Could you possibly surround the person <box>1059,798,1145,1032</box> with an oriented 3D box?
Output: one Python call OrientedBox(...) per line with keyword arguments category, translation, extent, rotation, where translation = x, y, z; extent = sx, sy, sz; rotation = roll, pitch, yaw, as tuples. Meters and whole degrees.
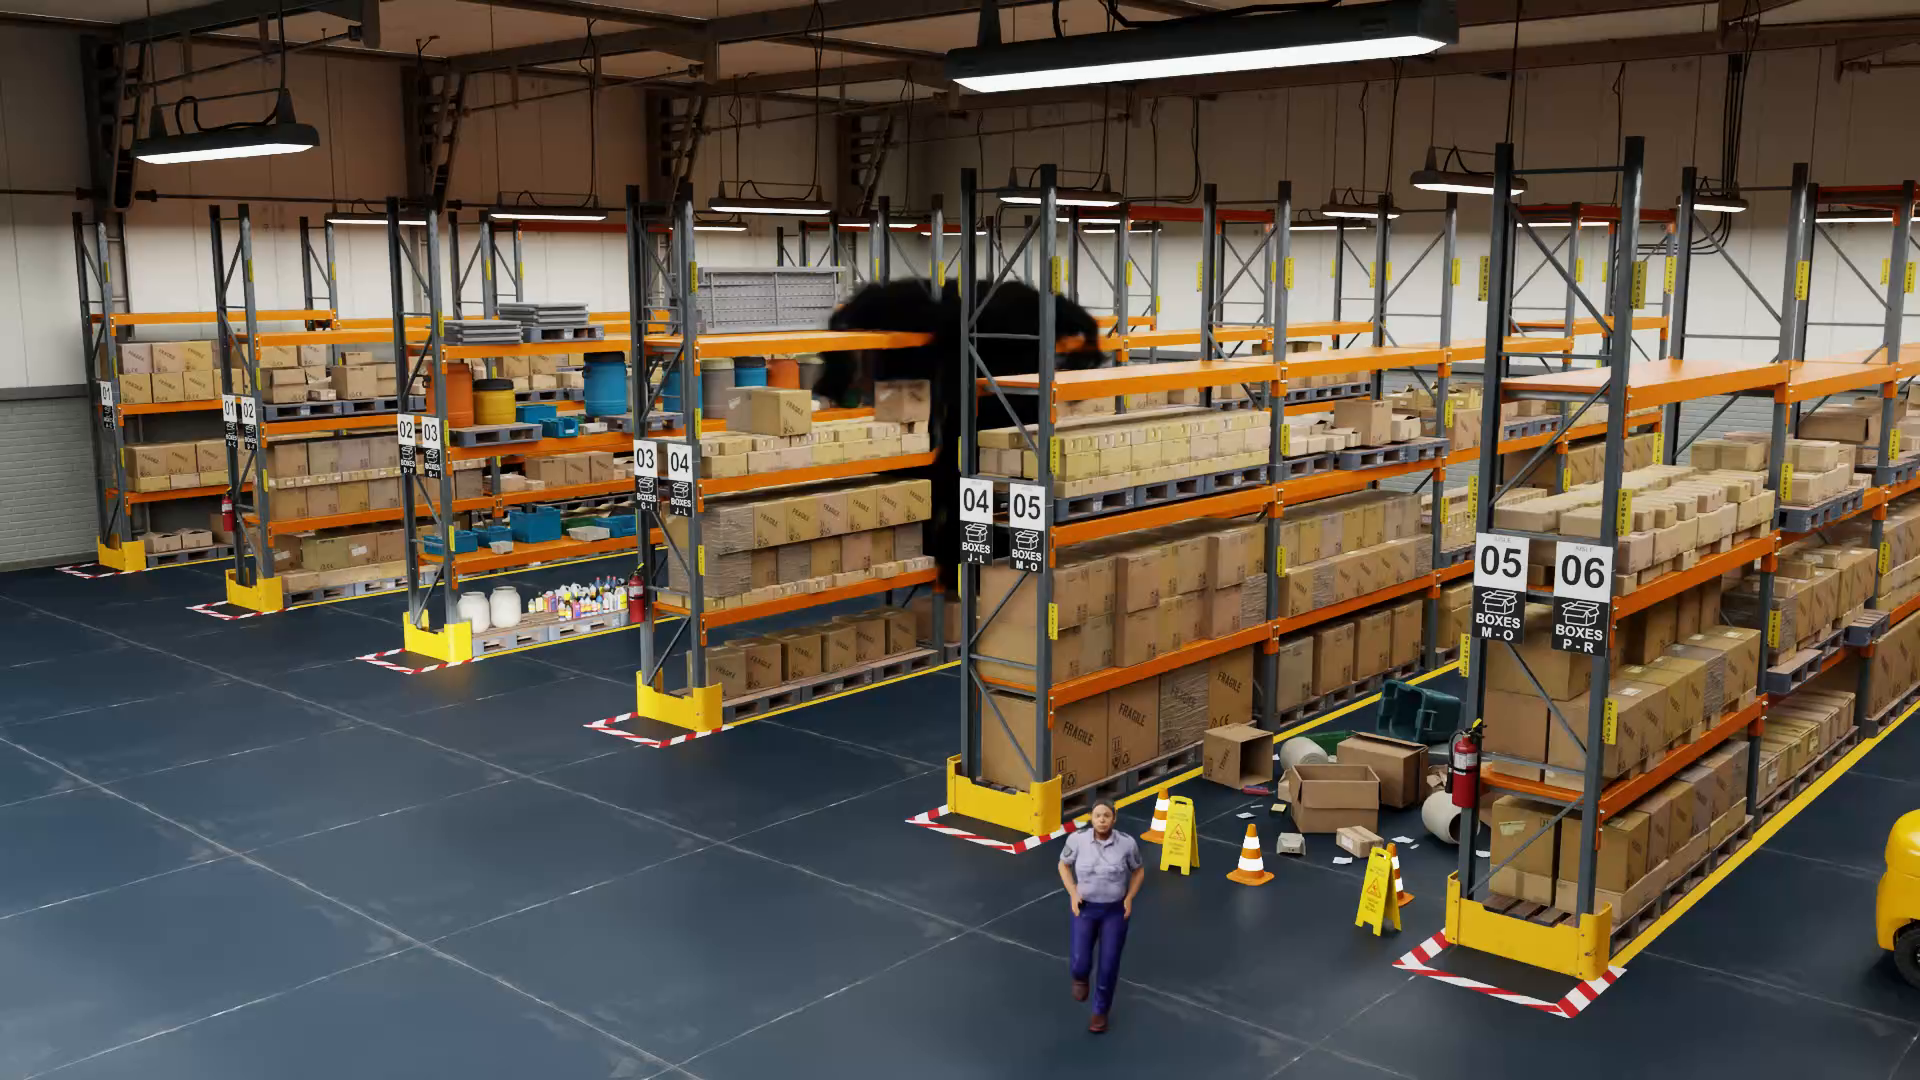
OrientedBox(category="person", translation=(0.960, 2.534, 11.320), extent=(0.587, 1.594, 0.552), rotation=(1, 10, 4))
